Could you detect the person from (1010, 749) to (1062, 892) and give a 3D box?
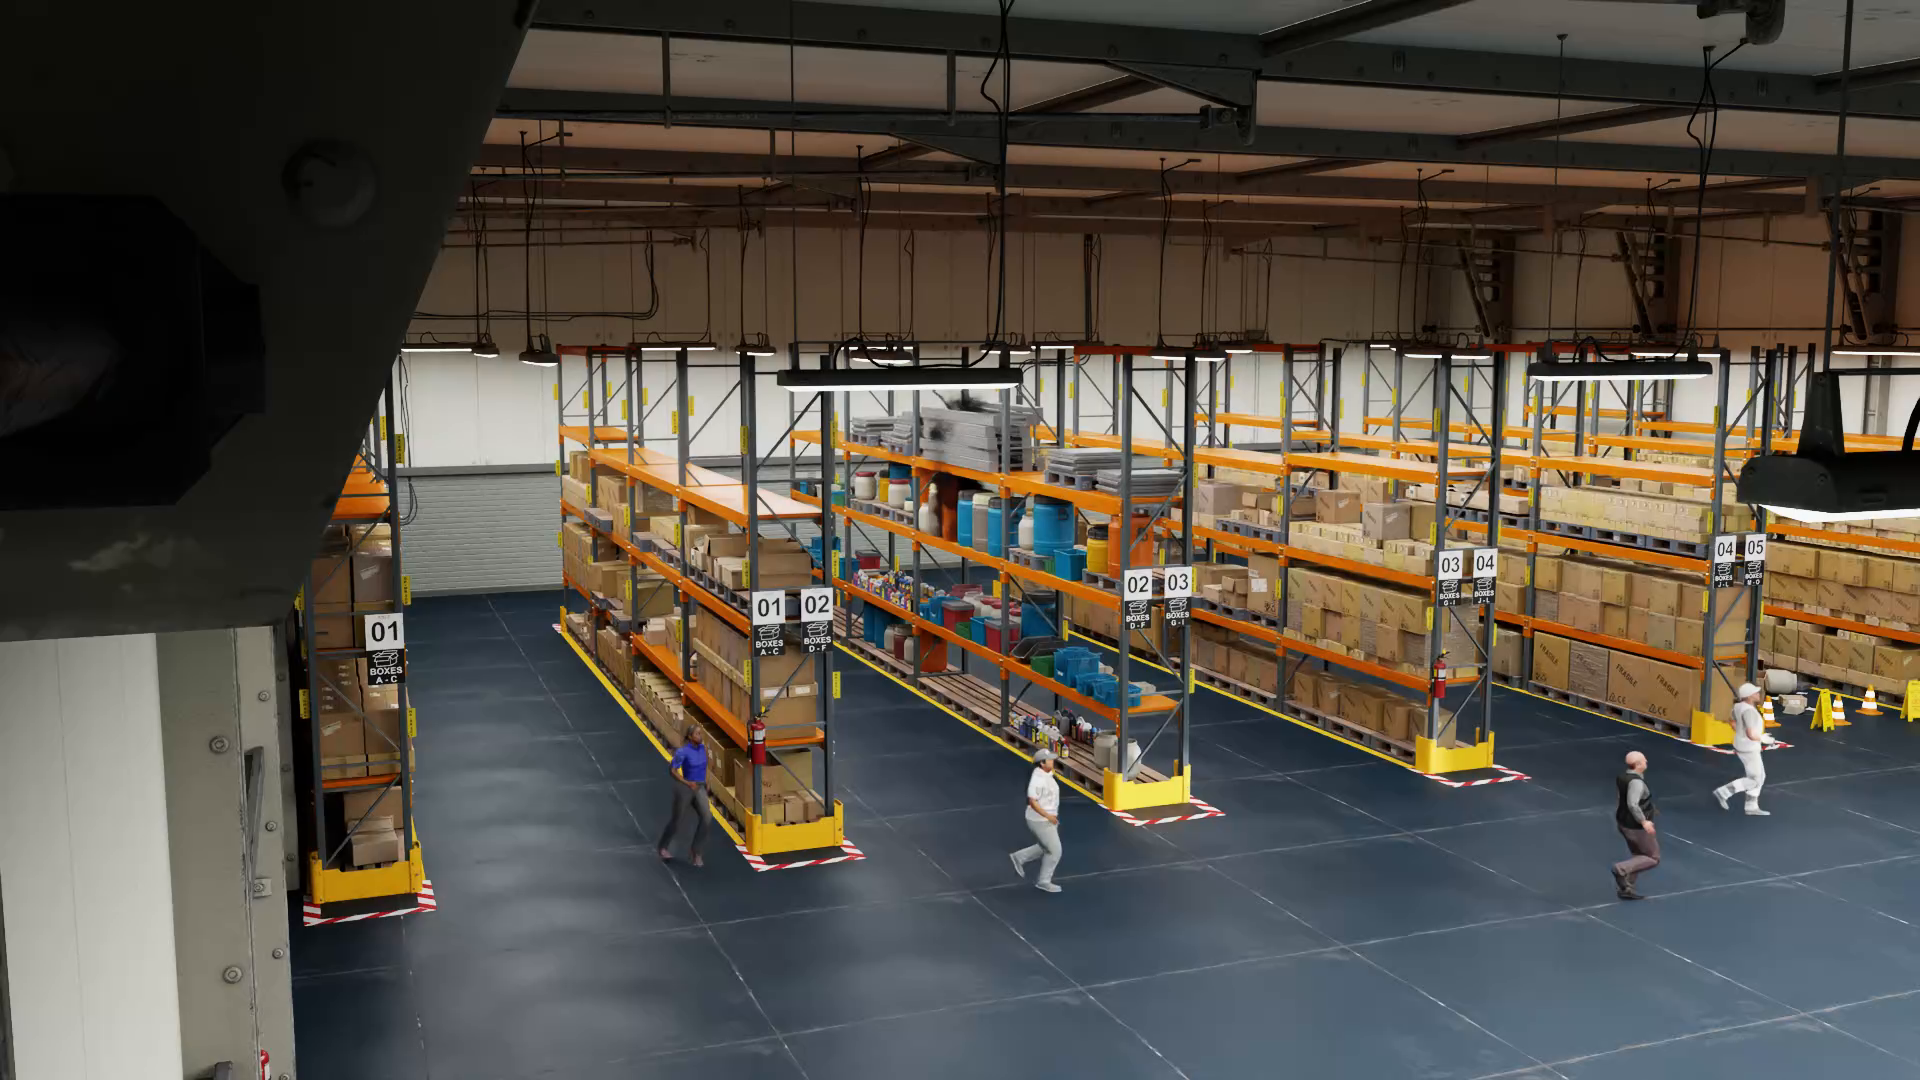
[{"bbox_3d":[0.870,3.154,18.824,0.586,1.629,0.634,1,7,7],"label":"person"}]

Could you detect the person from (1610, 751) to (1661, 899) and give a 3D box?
[{"bbox_3d":[7.499,3.174,18.467,0.578,1.681,0.665,0,7,1],"label":"person"}]

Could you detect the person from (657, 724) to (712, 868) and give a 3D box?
[{"bbox_3d":[-3.219,3.025,19.838,0.686,1.677,0.660,7,10,43],"label":"person"}]

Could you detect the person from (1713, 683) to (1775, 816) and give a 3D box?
[{"bbox_3d":[10.226,2.726,21.656,0.689,1.747,0.661,2,7,14],"label":"person"}]
